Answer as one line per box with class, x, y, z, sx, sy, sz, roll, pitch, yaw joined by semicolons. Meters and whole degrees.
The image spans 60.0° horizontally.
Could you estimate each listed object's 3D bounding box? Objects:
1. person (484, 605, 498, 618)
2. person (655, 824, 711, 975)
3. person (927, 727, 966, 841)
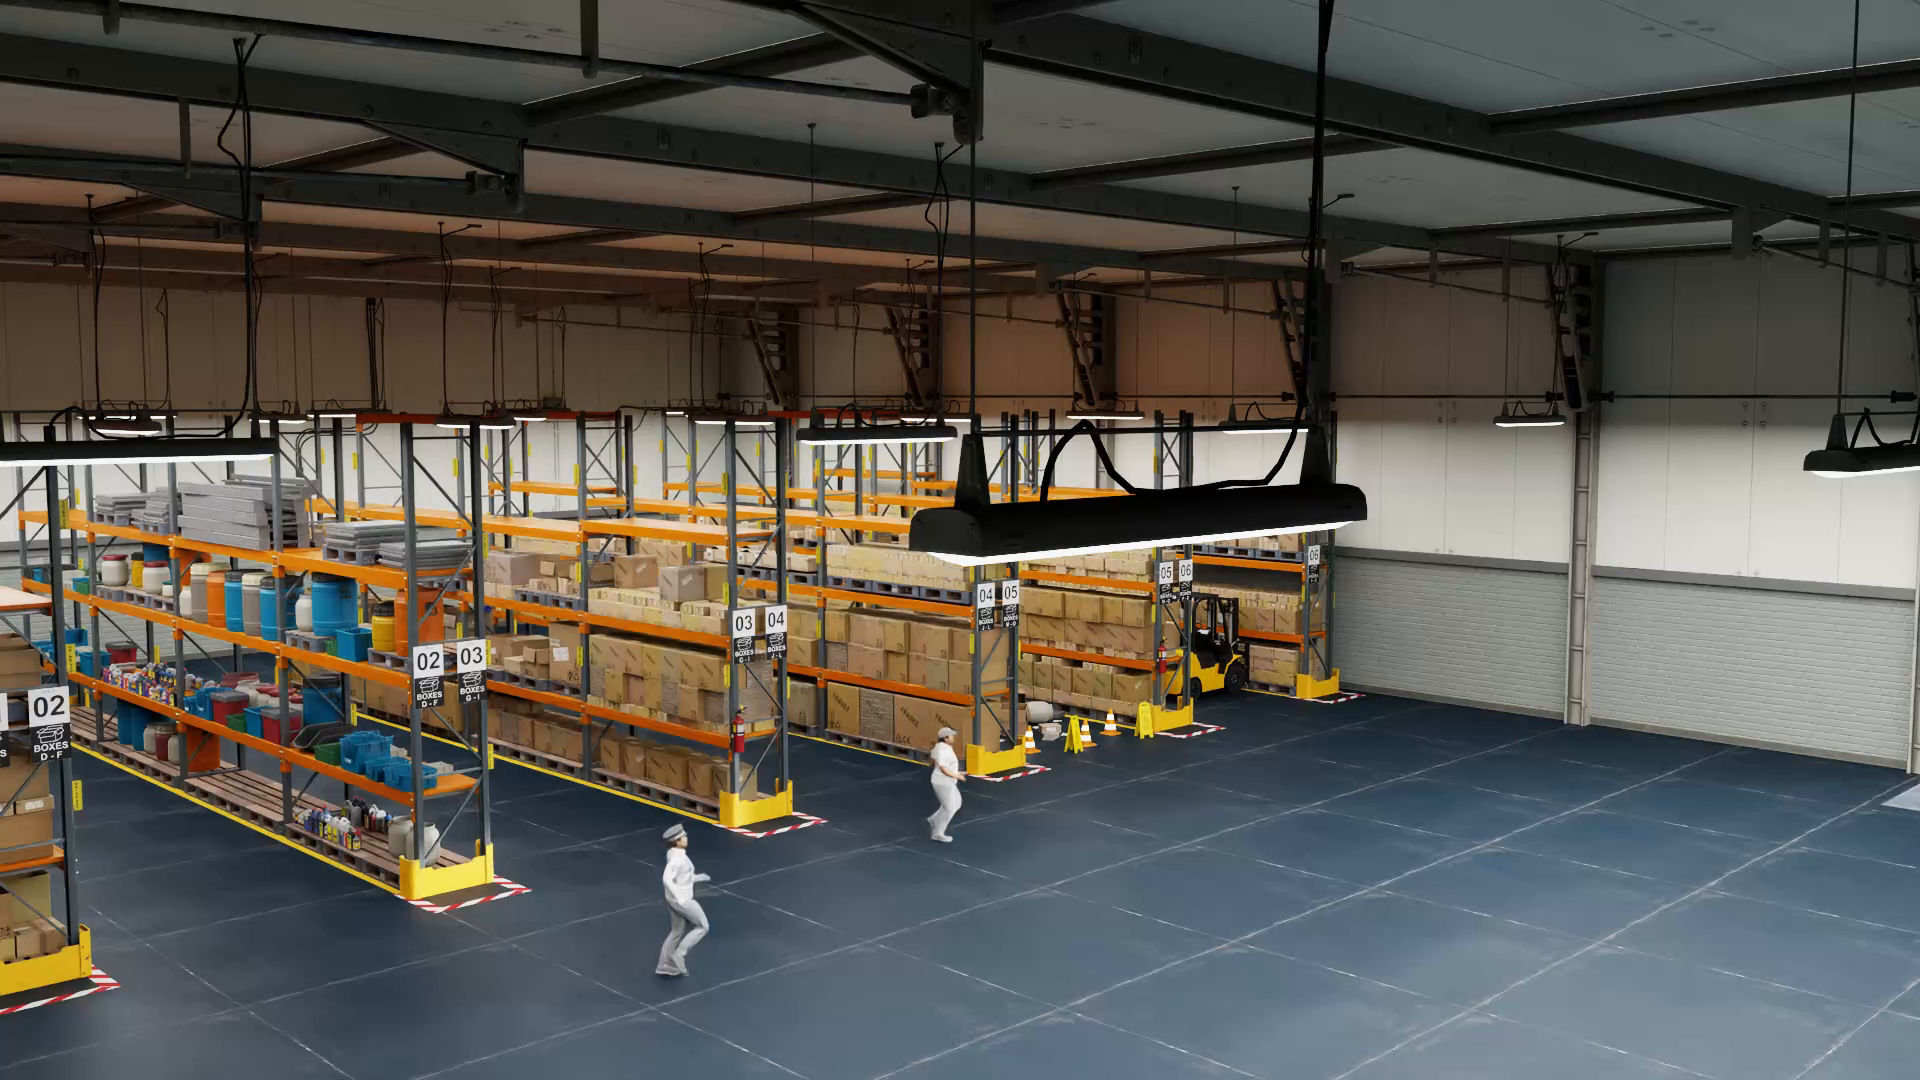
person;-11.420;2.049;40.023;0.748;1.648;0.604;-5;7;-44
person;-3.016;3.912;18.128;0.624;1.660;0.593;-2;5;-24
person;-0.192;3.466;23.643;0.540;1.633;0.622;0;5;-4
